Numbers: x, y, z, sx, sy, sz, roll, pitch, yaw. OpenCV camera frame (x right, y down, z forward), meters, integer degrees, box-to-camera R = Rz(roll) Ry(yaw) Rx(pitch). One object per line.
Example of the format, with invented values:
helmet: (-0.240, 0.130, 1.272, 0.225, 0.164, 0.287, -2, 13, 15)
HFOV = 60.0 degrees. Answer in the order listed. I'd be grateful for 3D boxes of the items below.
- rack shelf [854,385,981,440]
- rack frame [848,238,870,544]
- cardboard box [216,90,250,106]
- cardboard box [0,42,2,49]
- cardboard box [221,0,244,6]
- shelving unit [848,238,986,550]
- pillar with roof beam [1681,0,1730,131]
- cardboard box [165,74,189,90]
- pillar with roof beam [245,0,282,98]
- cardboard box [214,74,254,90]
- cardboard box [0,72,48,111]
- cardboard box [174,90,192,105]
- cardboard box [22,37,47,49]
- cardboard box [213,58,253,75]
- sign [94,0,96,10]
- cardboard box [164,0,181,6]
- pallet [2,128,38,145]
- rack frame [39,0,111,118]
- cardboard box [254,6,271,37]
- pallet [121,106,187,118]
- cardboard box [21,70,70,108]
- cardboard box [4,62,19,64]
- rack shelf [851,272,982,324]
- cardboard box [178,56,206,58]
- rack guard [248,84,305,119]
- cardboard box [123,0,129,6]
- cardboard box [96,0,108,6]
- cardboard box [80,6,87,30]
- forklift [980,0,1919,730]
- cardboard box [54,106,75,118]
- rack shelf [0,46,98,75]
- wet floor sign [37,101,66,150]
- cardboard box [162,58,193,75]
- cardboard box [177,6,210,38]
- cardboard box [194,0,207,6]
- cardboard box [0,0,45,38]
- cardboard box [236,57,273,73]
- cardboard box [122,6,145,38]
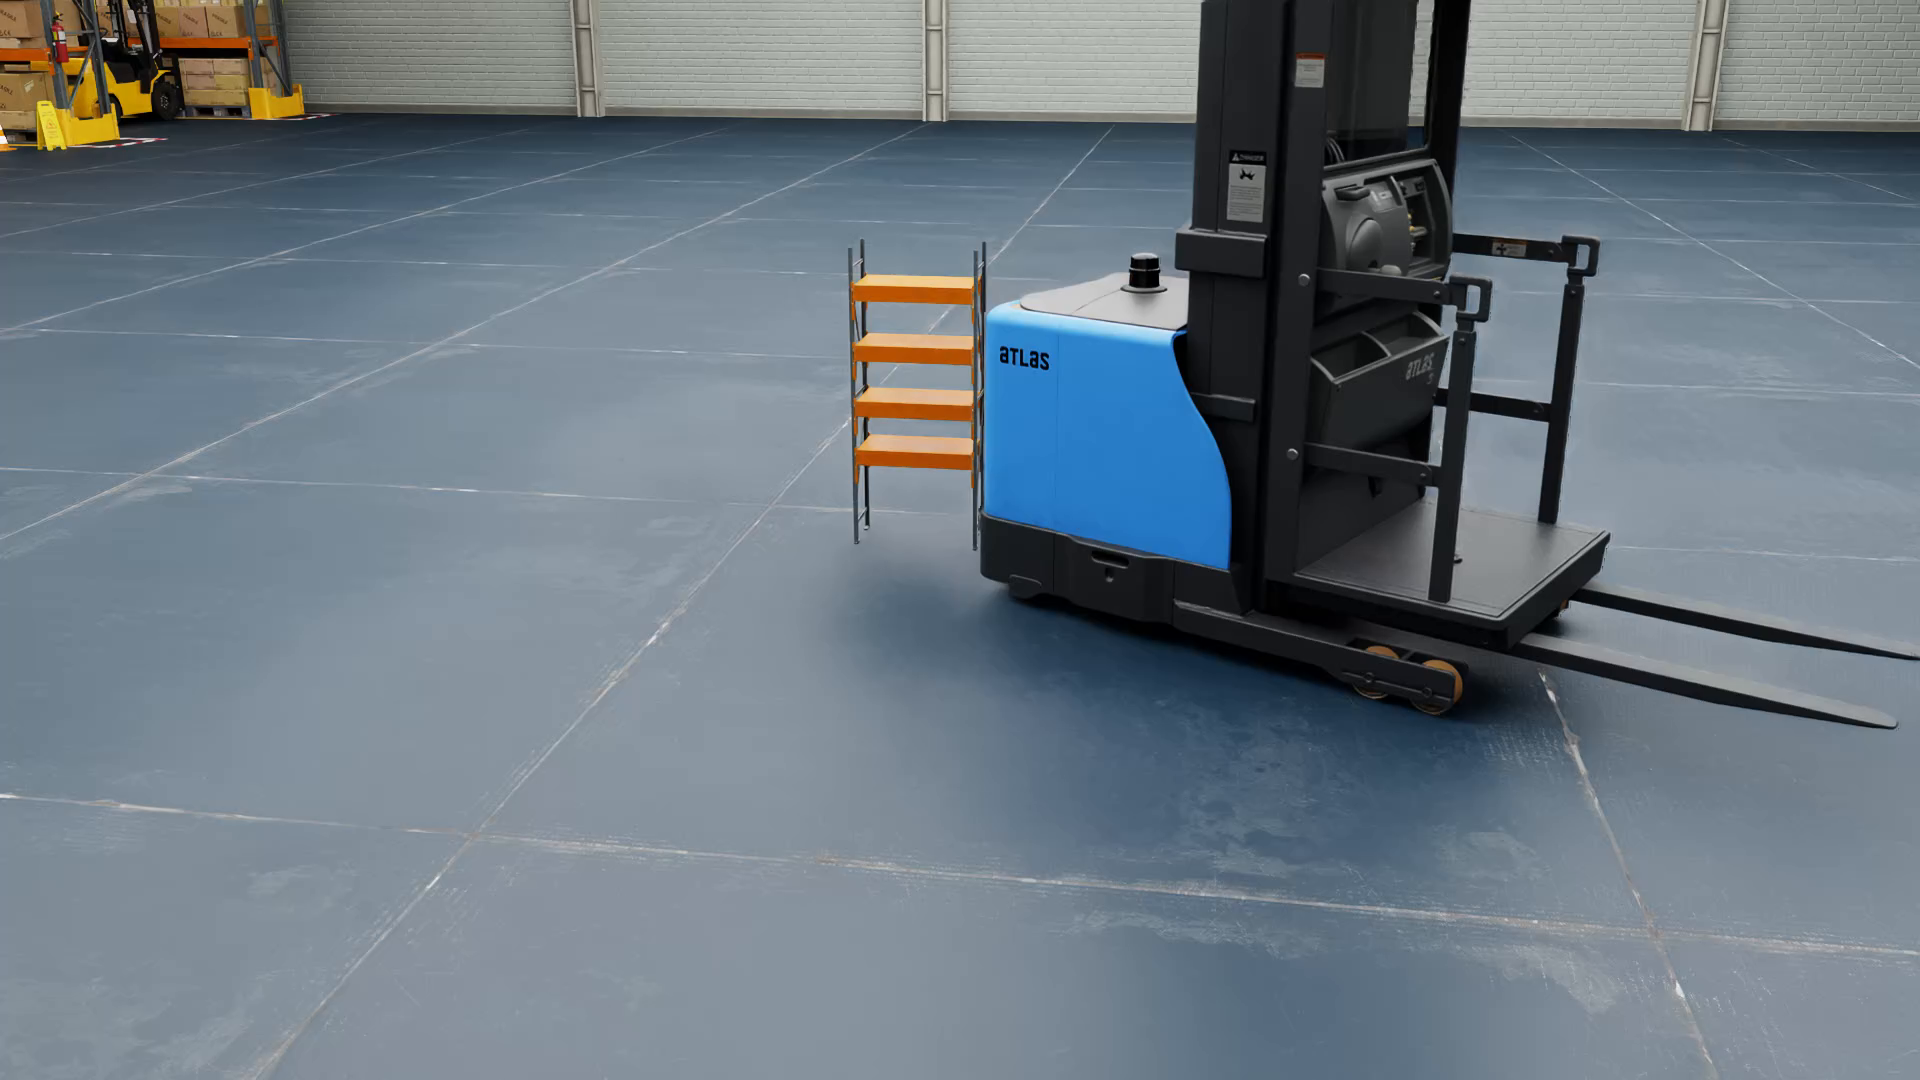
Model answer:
rack shelf: (-0.163, -0.514, 6.659, 0.480, 0.148, 0.258, 3, 19, 9)
rack frame: (-0.404, -0.590, 6.674, 0.015, 1.200, 0.240, 3, 19, 9)
cardboard box: (-12.219, -7.509, 28.189, 0.500, 0.250, 0.500, 3, 19, 9)
cardboard box: (-13.410, -6.964, 23.285, 0.250, 0.149, 0.380, 3, 19, 8)
cardboard box: (-12.092, -8.974, 27.715, 0.250, 0.149, 0.380, 3, 19, 9)
shelving unit: (-0.163, -0.577, 6.638, 0.503, 1.200, 0.258, 3, 19, 9)
pillar with roof beam: (10.764, -9.295, 20.400, 0.400, 9.000, 9.100, 3, 19, 9)
cardboard box: (-13.242, -7.796, 28.258, 0.500, 0.250, 0.500, 2, 19, 7)
pillar with roof beam: (-12.933, -10.503, 24.010, 0.400, 9.000, 9.100, 3, 19, 9)
cardboard box: (-12.235, -7.748, 28.115, 0.500, 0.250, 0.500, 3, 19, 8)
cardboard box: (-13.321, -6.343, 23.523, 0.500, 0.500, 0.500, 3, 19, 9)
cardboard box: (-13.201, -7.565, 28.356, 0.500, 0.250, 0.500, 3, 19, 9)
cardboard box: (-12.892, -6.966, 23.292, 0.250, 0.149, 0.380, 4, 19, 10)
cardboard box: (-12.209, -7.984, 28.032, 0.500, 0.250, 0.500, 4, 19, 10)
sign: (-12.403, -7.714, 23.767, 0.005, 0.325, 0.100, 3, 19, 9)
cardboard box: (-13.110, -9.024, 27.866, 0.250, 0.149, 0.380, 2, 19, 7)
pallet: (-13.360, -5.867, 24.005, 1.213, 0.211, 1.003, 3, 19, 9)
rack frame: (-12.489, -7.134, 23.396, 0.127, 3.000, 1.000, 3, 19, 9)
cardboard box: (-12.150, -8.848, 28.363, 0.500, 0.500, 0.500, 4, 19, 10)
pallet: (-13.668, -7.454, 28.748, 1.213, 0.211, 1.003, 3, 19, 9)
cardboard box: (-13.265, -6.513, 24.030, 0.500, 0.500, 0.500, 2, 19, 7)
cardboard box: (-16.937, -8.027, 29.148, 0.625, 0.625, 0.875, 3, 19, 8)
rack shelf: (-0.163, -0.950, 6.513, 0.480, 0.148, 0.258, 3, 19, 9)
cardboard box: (-13.136, -8.194, 28.662, 0.500, 0.250, 0.500, 3, 19, 8)
rack guard: (-11.682, -7.502, 28.437, 0.348, 0.500, 1.175, 3, 19, 9)
cardboard box: (-13.858, -9.063, 27.981, 0.250, 0.149, 0.380, 3, 19, 8)
cardboard box: (-14.373, -9.080, 28.035, 0.250, 0.149, 0.380, 3, 19, 8)
cardboard box: (-14.741, -8.812, 28.256, 0.500, 0.500, 0.500, 3, 19, 10)
forklift: (1.558, -1.037, 5.284, 3.031, 2.935, 1.130, 13, 23, 35)
cardboard box: (-13.241, -6.156, 24.146, 0.500, 0.250, 0.500, 3, 19, 8)
rack shelf: (-14.464, -6.893, 23.811, 4.000, 0.370, 1.077, 3, 19, 9)
wet floor sign: (-12.471, -5.672, 22.739, 0.232, 0.644, 0.267, 10, 21, 27)
cardboard box: (-13.214, -8.030, 28.170, 0.500, 0.250, 0.500, 3, 19, 9)
cardboard box: (-12.744, -8.708, 27.943, 0.500, 0.500, 0.500, 4, 19, 10)
cardboard box: (-12.596, -9.009, 27.822, 0.250, 0.149, 0.380, 3, 19, 10)
cardboard box: (-13.068, -7.263, 23.156, 0.500, 0.500, 0.500, 3, 19, 8)
cardboard box: (-12.150, -8.142, 28.505, 0.500, 0.250, 0.500, 3, 19, 8)
cardboard box: (-13.748, -8.755, 28.085, 0.500, 0.500, 0.500, 3, 19, 9)
